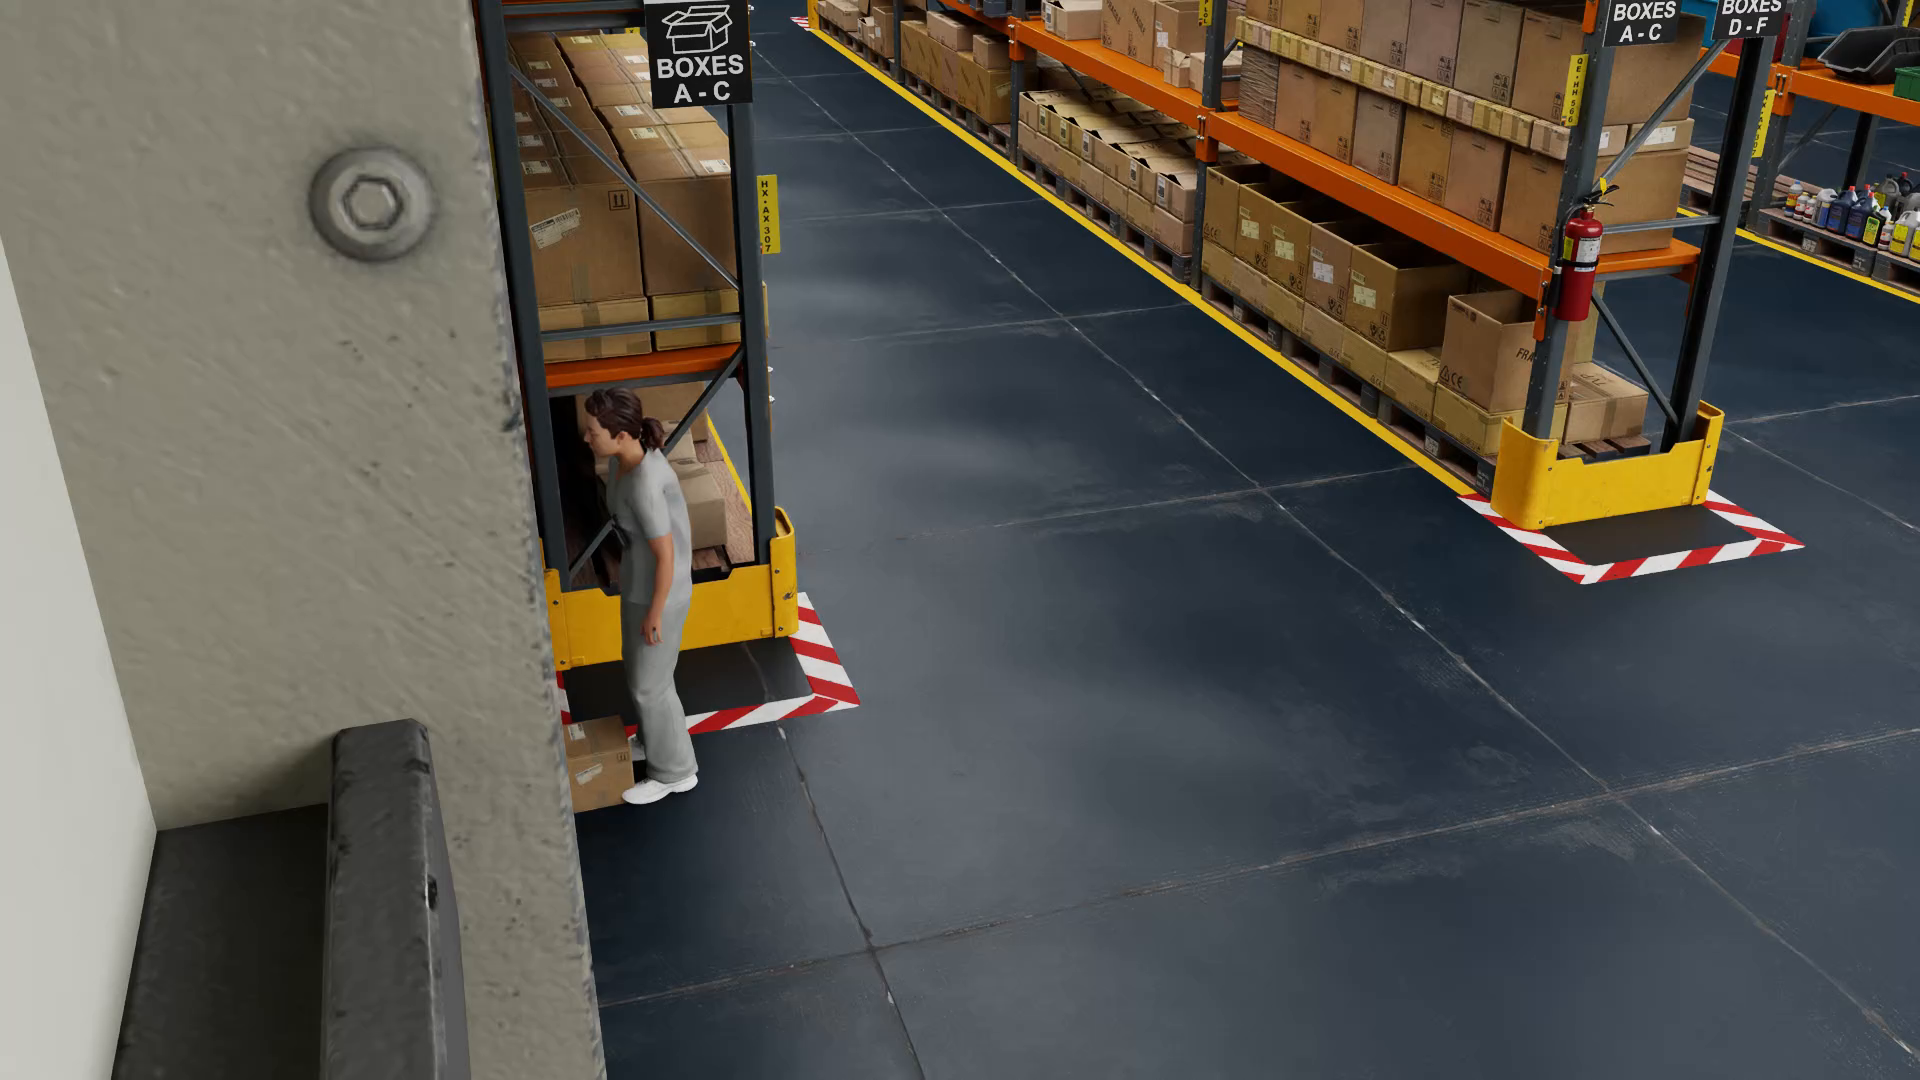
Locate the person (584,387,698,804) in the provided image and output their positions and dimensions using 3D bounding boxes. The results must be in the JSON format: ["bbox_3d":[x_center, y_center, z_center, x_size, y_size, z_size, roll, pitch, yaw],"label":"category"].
[{"bbox_3d":[-1.184,0.194,6.227,0.365,1.671,0.504,-10,28,-19],"label":"person"}]
